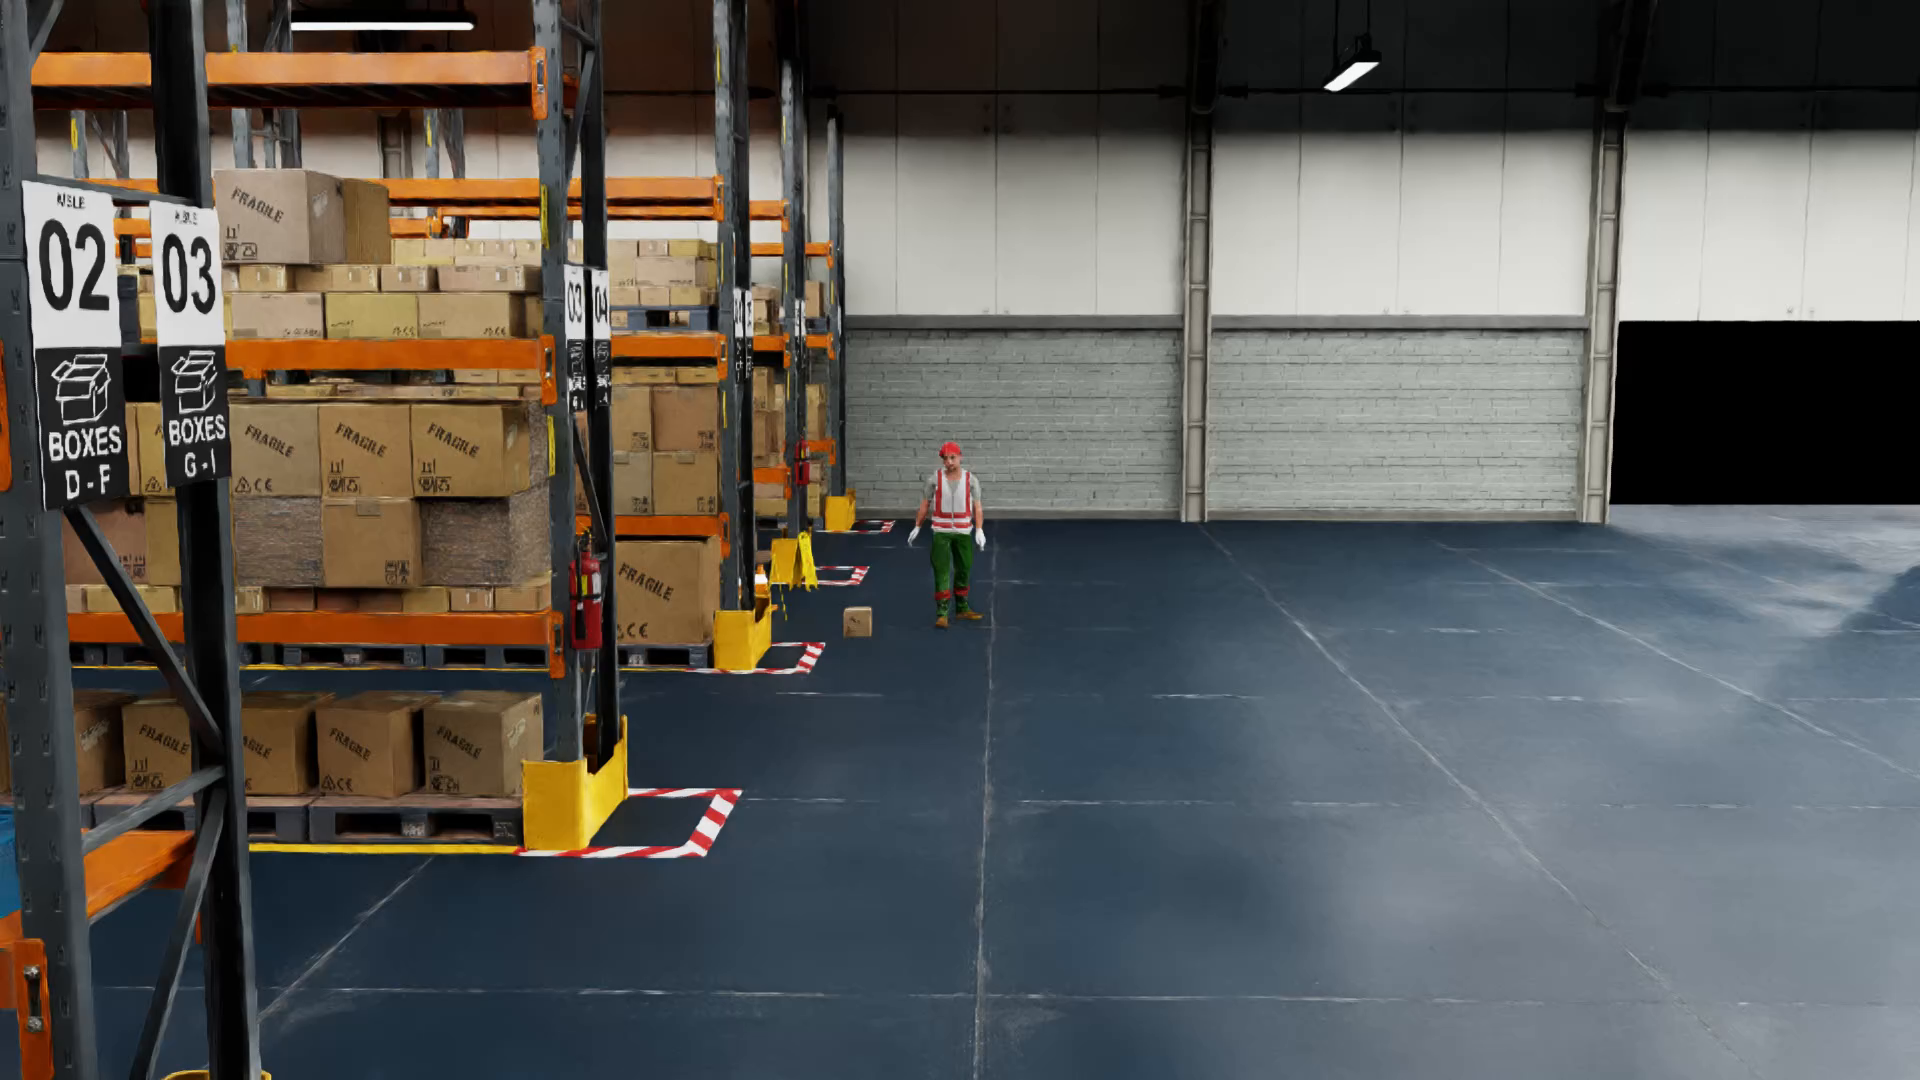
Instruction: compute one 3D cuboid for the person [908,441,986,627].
[{"bbox_3d":[-0.124,-0.060,16.118,0.754,1.791,0.634,-1,7,-8],"label":"person"}]
